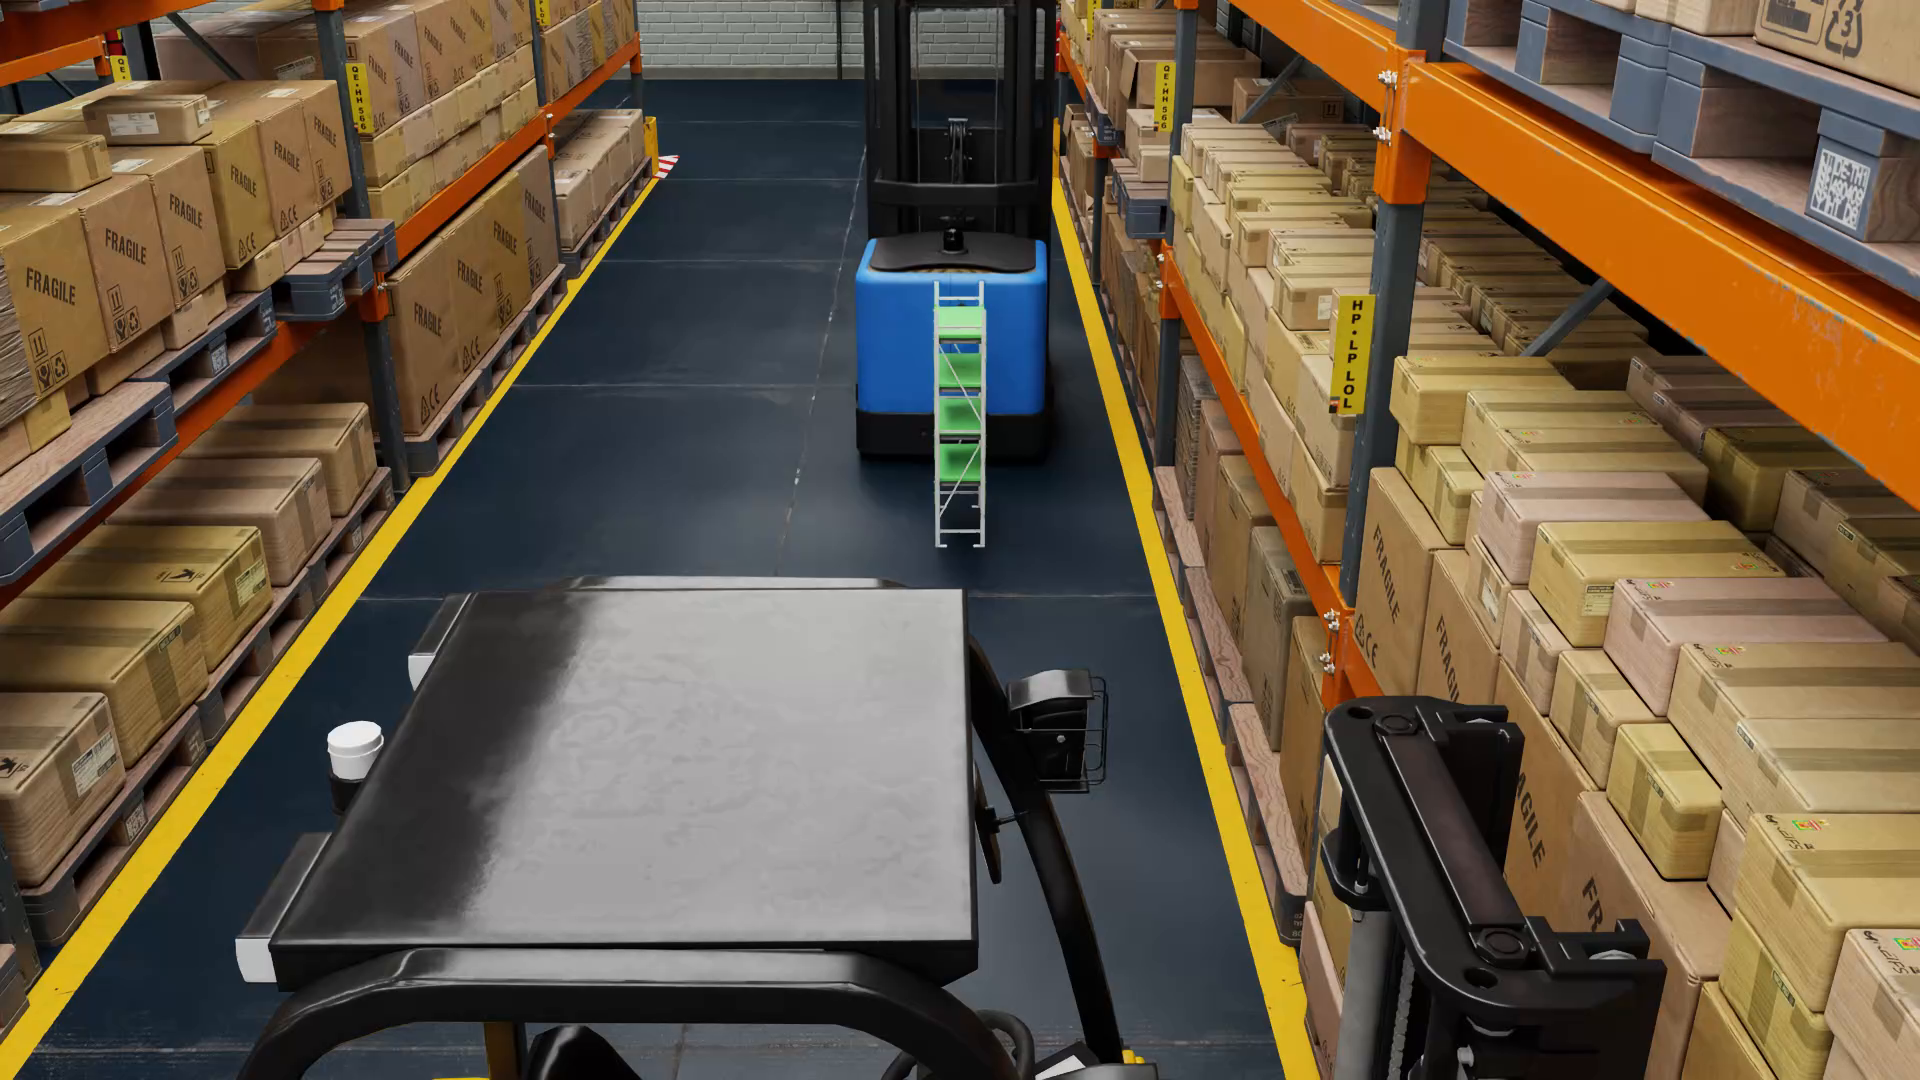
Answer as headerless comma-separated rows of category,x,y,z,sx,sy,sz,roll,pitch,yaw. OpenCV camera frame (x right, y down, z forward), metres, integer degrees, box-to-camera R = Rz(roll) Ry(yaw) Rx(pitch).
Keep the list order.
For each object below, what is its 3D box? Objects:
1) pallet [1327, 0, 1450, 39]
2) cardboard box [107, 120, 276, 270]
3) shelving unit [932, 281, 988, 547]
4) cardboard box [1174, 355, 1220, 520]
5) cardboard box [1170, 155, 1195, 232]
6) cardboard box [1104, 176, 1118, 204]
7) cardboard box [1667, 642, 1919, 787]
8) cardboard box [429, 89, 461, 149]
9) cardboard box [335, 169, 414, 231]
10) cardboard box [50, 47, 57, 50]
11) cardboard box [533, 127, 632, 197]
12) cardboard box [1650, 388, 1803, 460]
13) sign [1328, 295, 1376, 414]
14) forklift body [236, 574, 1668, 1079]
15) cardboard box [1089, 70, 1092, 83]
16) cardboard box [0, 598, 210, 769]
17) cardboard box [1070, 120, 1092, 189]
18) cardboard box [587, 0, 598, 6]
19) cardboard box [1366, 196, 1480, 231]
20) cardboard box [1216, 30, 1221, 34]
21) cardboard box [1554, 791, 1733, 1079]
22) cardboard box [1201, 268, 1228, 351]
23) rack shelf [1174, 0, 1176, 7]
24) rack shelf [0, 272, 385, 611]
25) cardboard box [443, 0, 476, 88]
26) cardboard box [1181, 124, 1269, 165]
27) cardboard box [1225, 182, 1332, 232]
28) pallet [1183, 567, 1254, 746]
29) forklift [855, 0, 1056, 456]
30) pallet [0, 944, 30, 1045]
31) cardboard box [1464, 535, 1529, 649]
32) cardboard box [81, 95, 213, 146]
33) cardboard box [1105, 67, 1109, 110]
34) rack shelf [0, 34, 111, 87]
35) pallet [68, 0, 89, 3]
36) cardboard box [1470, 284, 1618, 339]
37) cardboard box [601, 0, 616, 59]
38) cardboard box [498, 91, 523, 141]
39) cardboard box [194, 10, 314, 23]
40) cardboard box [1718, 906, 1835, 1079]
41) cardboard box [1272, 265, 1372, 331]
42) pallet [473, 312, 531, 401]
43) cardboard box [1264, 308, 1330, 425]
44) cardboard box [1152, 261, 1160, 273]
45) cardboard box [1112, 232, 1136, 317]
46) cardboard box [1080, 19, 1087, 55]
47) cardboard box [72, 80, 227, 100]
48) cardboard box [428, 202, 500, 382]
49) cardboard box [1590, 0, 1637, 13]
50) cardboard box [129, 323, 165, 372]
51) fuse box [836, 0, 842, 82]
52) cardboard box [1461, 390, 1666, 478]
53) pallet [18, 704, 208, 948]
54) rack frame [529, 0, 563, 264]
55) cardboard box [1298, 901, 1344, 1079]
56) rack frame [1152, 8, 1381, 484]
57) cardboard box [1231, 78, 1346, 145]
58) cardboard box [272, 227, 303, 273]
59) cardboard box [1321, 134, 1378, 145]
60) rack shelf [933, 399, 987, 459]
pallet,1.554,-1.644,4.838,0.805,0.209,1.217,-1,24,-3
cardboard box,-3.124,-1.391,6.694,0.500,0.500,0.500,-2,24,-4
shelving unit,-0.002,-0.615,8.154,0.258,1.200,0.503,0,24,-1
cardboard box,1.526,-0.502,8.092,0.875,0.625,0.625,1,24,1
cardboard box,1.269,-1.625,7.778,0.500,0.250,0.500,0,24,-1
cardboard box,1.227,-2.497,11.867,0.380,0.149,0.250,1,24,2
cardboard box,1.397,0.288,2.704,0.380,0.149,0.250,0,24,0
cardboard box,-3.186,-2.414,9.522,0.500,0.250,0.500,0,24,-1
cardboard box,-3.184,-1.760,8.684,0.500,0.250,0.500,-1,24,-1
cardboard box,-8.197,-4.405,14.654,0.380,0.149,0.250,0,24,-1
cardboard box,-3.392,-3.298,14.501,0.875,0.438,0.875,0,24,1
cardboard box,1.844,-0.244,3.881,0.380,0.149,0.250,-1,24,-2
sign,1.034,-0.486,4.377,0.100,0.325,0.005,0,24,-1
forklift body,-0.225,1.260,2.853,2.313,2.155,1.214,0,24,-1
cardboard box,1.182,-3.528,12.715,0.380,0.149,0.250,0,24,1
cardboard box,-3.406,0.516,6.148,0.950,0.372,0.625,1,24,3
cardboard box,1.328,-3.394,14.637,0.700,0.500,0.500,1,24,2
cardboard box,-3.233,-4.600,13.445,0.500,0.500,0.500,0,24,-1
cardboard box,1.775,-1.225,6.410,0.380,0.149,0.250,0,24,1
cardboard box,1.742,-3.777,12.782,0.500,0.250,0.500,0,24,-1
cardboard box,1.334,0.768,2.792,0.500,0.500,0.500,0,24,0
cardboard box,1.307,-0.978,6.954,0.500,0.250,0.500,-1,24,-2
rack shelf,1.511,-3.513,9.610,1.077,0.370,4.000,0,24,-1
rack shelf,-3.408,-0.474,6.531,1.077,0.370,4.000,0,24,-1
cardboard box,-3.198,-2.957,9.813,0.500,0.500,0.500,0,24,0
cardboard box,1.242,-1.858,7.810,0.380,0.149,0.250,0,24,1
cardboard box,1.267,-1.326,6.634,0.380,0.149,0.250,0,24,1
pallet,1.513,0.462,6.973,1.003,0.211,1.213,0,24,-1
forklift,0.008,-2.357,9.905,1.130,2.935,3.031,1,24,2
pallet,-3.344,1.570,4.524,1.003,0.211,1.213,0,24,-1
cardboard box,1.281,0.106,3.467,0.380,0.149,0.250,0,24,1
cardboard box,-3.130,-1.621,6.415,0.380,0.149,0.250,-1,24,-3
cardboard box,1.121,-2.854,10.573,0.396,0.266,0.258,1,24,2
rack shelf,-8.444,-3.707,13.678,1.077,0.370,4.000,0,24,-1
pallet,-3.301,-1.941,5.489,1.213,0.211,1.003,0,24,-1
cardboard box,1.835,-0.702,5.254,0.380,0.149,0.250,0,24,-1
cardboard box,-3.242,-4.352,14.110,0.500,0.500,0.500,0,24,1
cardboard box,-3.213,-2.812,11.010,0.500,0.250,0.500,-1,24,-1
cardboard box,-3.711,-2.550,8.914,0.500,0.500,0.500,0,24,0
cardboard box,1.298,0.636,2.296,0.380,0.149,0.250,0,24,0
cardboard box,1.245,-0.797,5.465,0.380,0.149,0.250,-1,24,-2
pallet,-3.374,-1.182,10.607,1.003,0.211,1.213,0,24,-1
cardboard box,1.303,-0.574,5.454,0.500,0.250,0.500,-1,24,-2
cardboard box,1.324,-1.530,9.730,0.380,0.149,0.250,0,24,1
cardboard box,1.286,-1.725,10.948,0.500,0.500,0.500,-1,24,-2
cardboard box,1.227,-3.986,13.244,0.500,0.250,0.500,0,24,-1
cardboard box,-3.657,-1.812,7.624,0.500,0.500,0.500,-1,24,-2
cardboard box,-3.360,-1.502,9.999,0.875,0.875,0.875,0,24,0
cardboard box,1.286,-0.988,2.828,0.380,0.149,0.250,0,24,1
cardboard box,-3.112,-0.711,5.977,0.380,0.149,0.250,0,24,0
fuse box,-1.500,-6.608,20.784,0.539,1.711,0.414,0,24,-1
cardboard box,1.394,-0.238,3.867,0.380,0.149,0.250,0,24,0
pallet,-3.397,0.972,5.844,1.003,0.211,1.213,0,24,-1
rack frame,-3.474,-3.274,11.849,1.000,3.000,0.127,0,24,-1
cardboard box,1.251,1.261,4.649,0.500,0.250,0.500,0,24,0
rack frame,1.533,-1.650,8.258,1.000,3.000,0.127,0,24,-1
cardboard box,1.684,-2.099,8.621,0.500,0.500,0.500,1,24,2
cardboard box,-3.074,-1.251,7.172,0.380,0.149,0.250,-1,24,-3
cardboard box,1.854,-1.750,7.572,0.380,0.149,0.250,0,24,1
rack shelf,-0.002,-0.557,8.180,0.258,0.148,0.480,0,24,-1
